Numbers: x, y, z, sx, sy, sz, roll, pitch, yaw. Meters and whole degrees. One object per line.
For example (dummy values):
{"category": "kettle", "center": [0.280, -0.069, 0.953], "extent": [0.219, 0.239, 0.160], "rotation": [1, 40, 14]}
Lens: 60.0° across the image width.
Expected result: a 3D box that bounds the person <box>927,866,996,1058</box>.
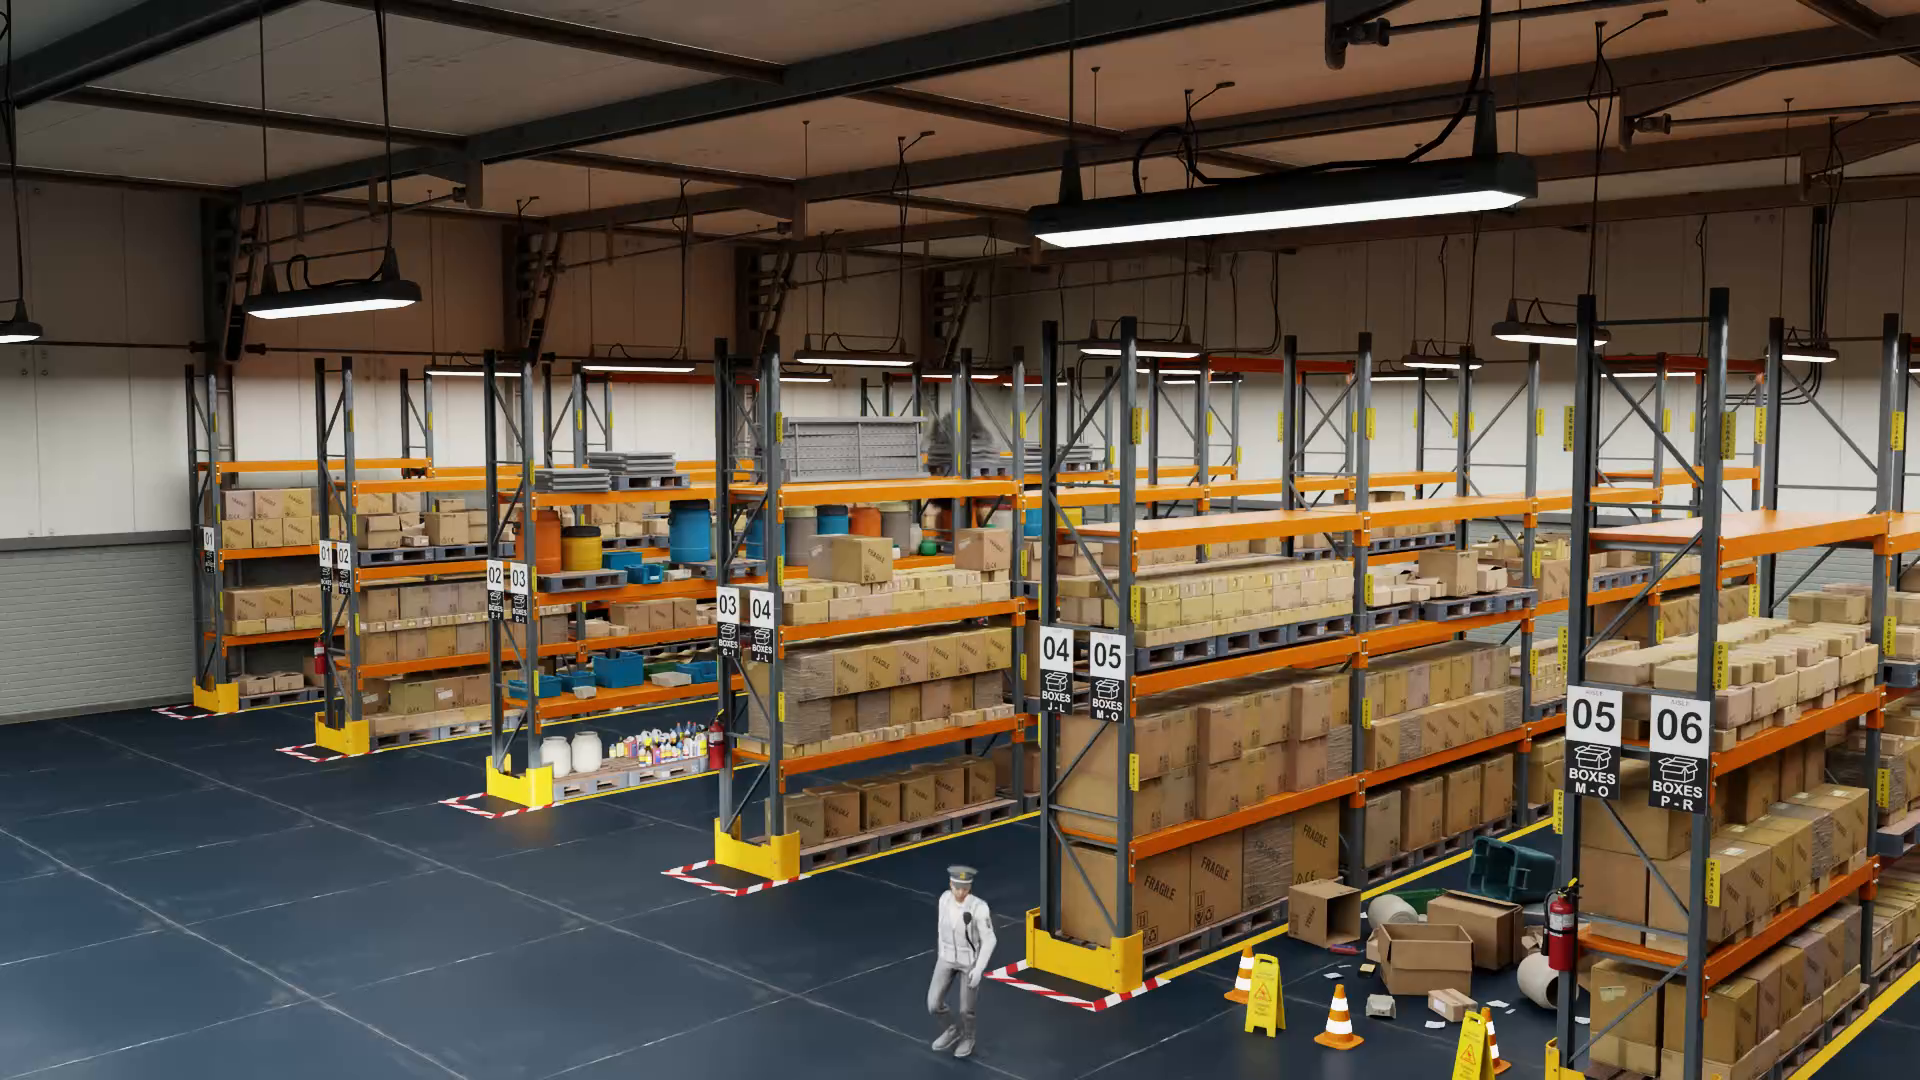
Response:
{"category": "person", "center": [0.030, 3.348, 13.163], "extent": [0.586, 1.618, 0.683], "rotation": [1, 5, 18]}
